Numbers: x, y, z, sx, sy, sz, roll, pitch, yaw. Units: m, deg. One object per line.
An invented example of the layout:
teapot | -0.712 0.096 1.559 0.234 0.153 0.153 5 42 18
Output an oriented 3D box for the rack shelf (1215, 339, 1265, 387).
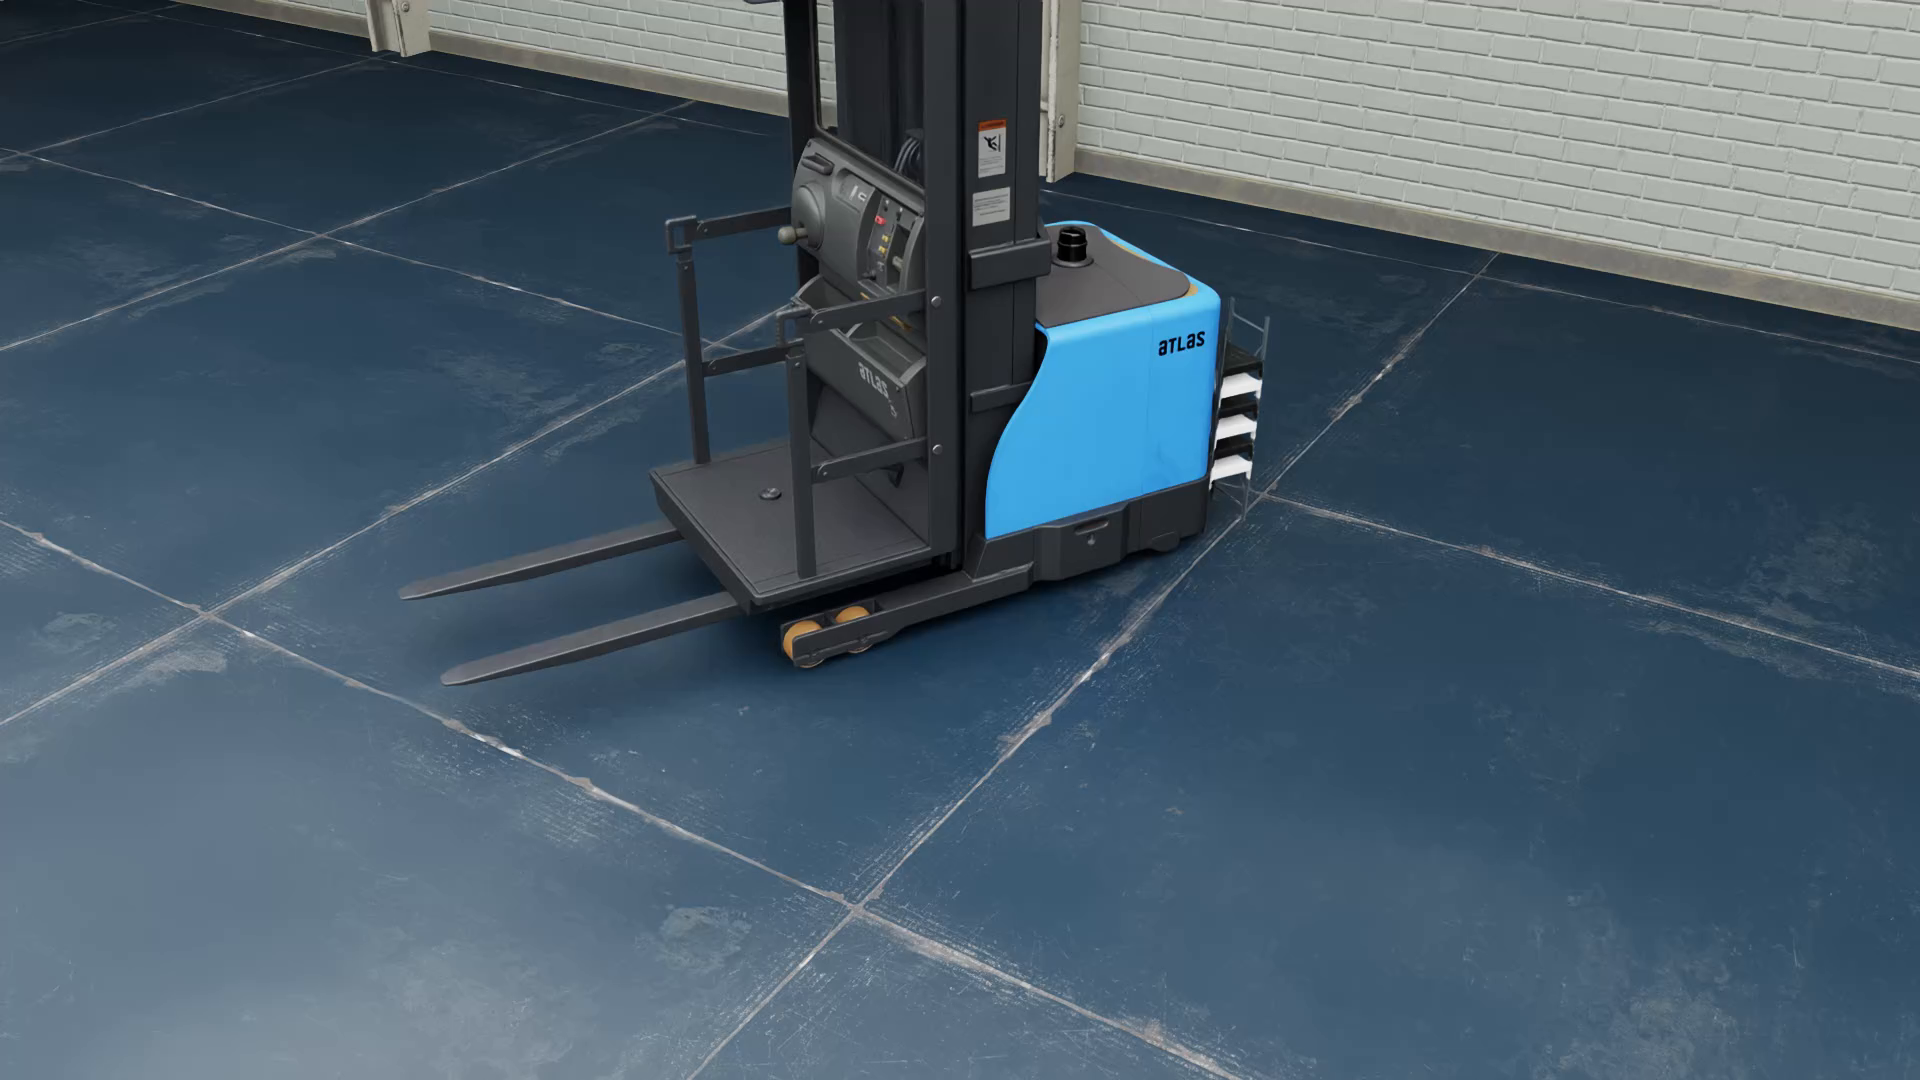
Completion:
rack shelf | 1.046 -0.705 6.591 0.200 0.077 0.258 -14 33 -26

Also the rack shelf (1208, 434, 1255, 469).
rack shelf | 1.038 -0.392 6.768 0.200 0.077 0.258 -14 33 -26

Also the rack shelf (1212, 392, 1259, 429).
rack shelf | 1.042 -0.549 6.680 0.200 0.077 0.258 -14 33 -26

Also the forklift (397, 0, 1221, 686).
forklift | -0.545 -1.113 5.748 3.031 2.935 1.130 -16 34 -25

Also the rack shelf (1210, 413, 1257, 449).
rack shelf | 1.040 -0.470 6.724 0.200 0.077 0.258 -14 33 -26

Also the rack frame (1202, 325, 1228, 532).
rack frame | 0.952 -0.477 6.663 0.006 0.900 0.240 -14 33 -26

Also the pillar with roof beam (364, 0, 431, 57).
pillar with roof beam | -6.858 -6.071 8.227 0.400 9.000 9.100 18 35 27

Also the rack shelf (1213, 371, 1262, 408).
rack shelf | 1.044 -0.627 6.635 0.200 0.077 0.258 -14 33 -26

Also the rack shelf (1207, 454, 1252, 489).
rack shelf | 1.036 -0.314 6.813 0.200 0.077 0.258 -14 33 -26

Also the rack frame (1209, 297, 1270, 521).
rack frame | 1.129 -0.522 6.752 0.006 0.900 0.240 -14 33 -26

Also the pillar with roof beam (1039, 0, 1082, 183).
pillar with roof beam | -1.776 -4.464 5.472 0.400 9.000 9.100 18 35 27

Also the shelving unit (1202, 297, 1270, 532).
shelving unit | 1.041 -0.499 6.708 0.210 0.900 0.258 -14 33 -26
